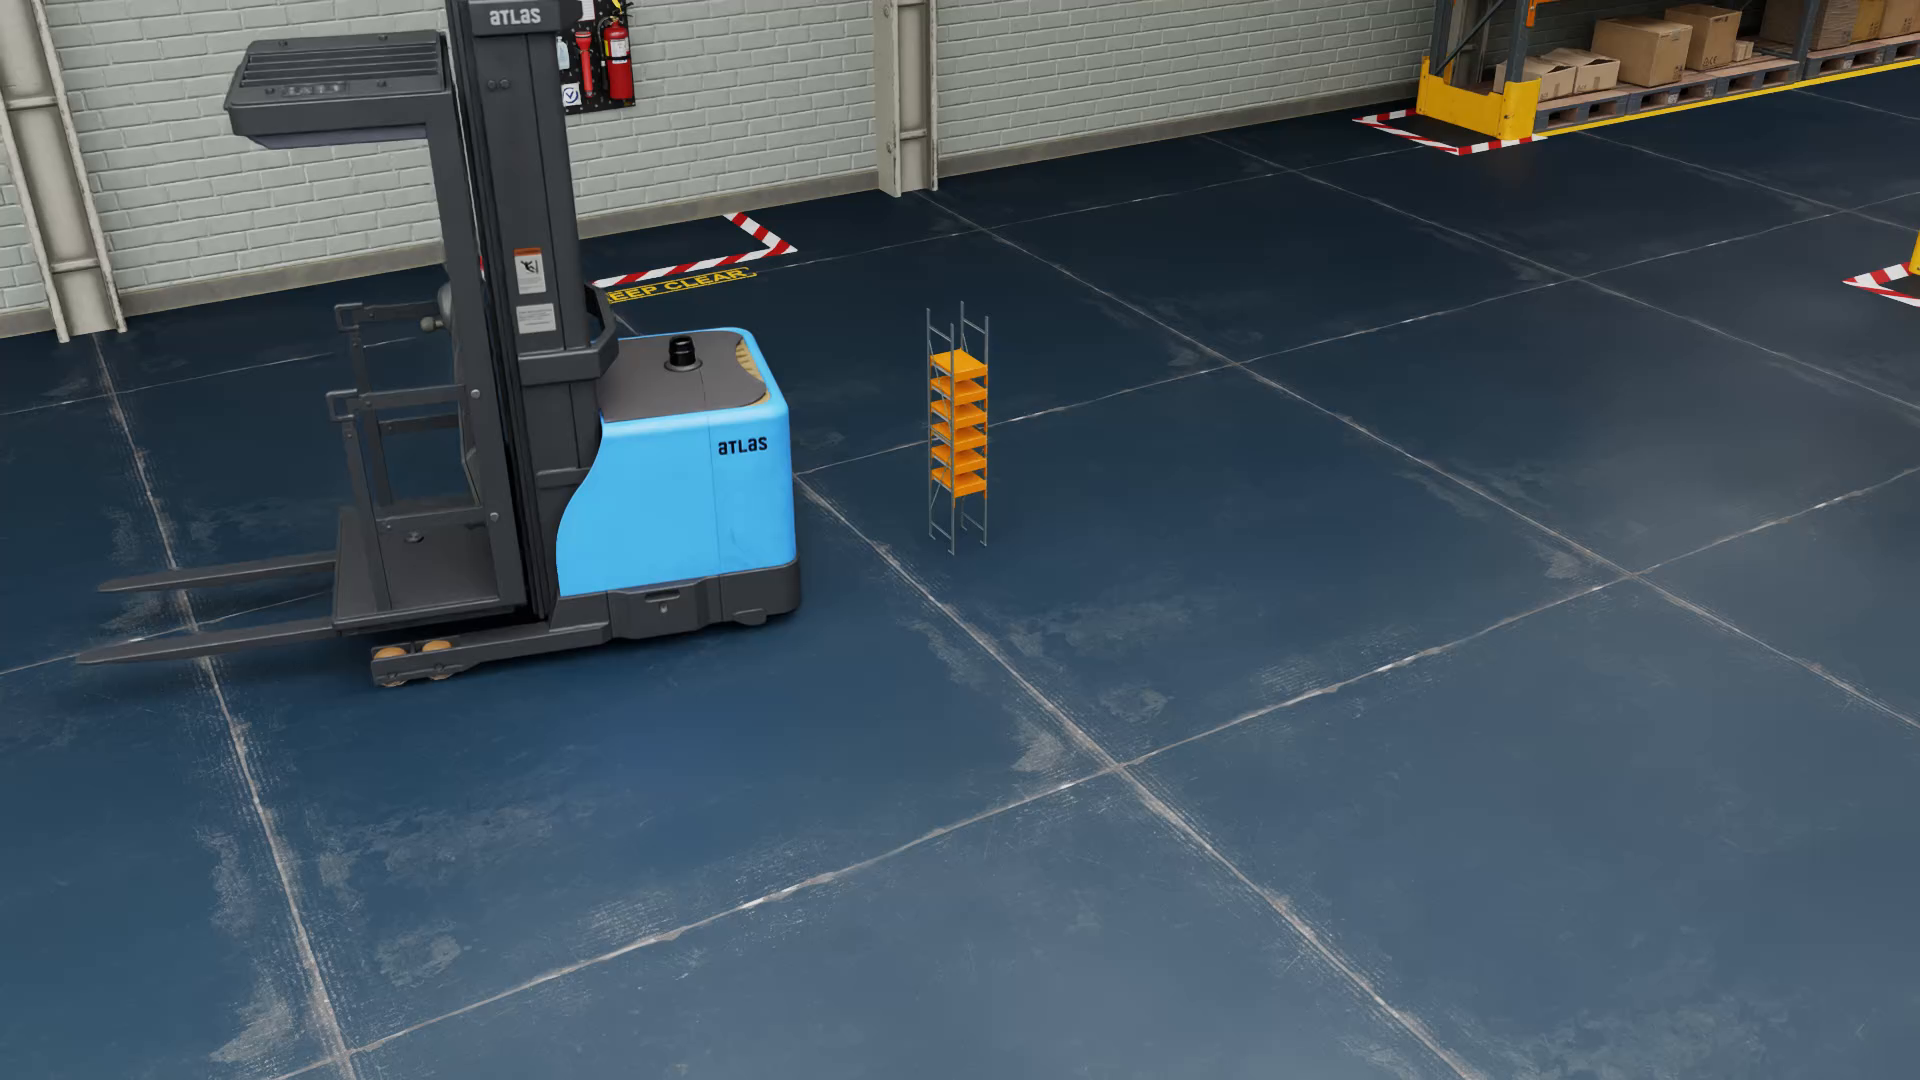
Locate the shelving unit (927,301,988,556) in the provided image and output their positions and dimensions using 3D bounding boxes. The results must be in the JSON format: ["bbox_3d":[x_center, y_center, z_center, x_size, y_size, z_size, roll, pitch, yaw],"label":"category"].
[{"bbox_3d":[-0.012,-0.522,7.954,0.189,1.200,0.258,-16,33,-26],"label":"shelving unit"}]

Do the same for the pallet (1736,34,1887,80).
[{"bbox_3d":[8.706,-5.026,17.139,1.213,0.211,1.003,-16,33,-26],"label":"pallet"}]

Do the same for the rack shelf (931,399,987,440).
[{"bbox_3d":[-0.012,-0.588,7.917,0.180,0.103,0.258,-16,33,-26],"label":"rack shelf"}]

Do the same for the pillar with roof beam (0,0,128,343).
[{"bbox_3d":[-3.413,-3.504,5.286,0.400,9.000,9.100,-16,33,-26],"label":"pillar with roof beam"}]

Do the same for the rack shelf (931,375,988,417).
[{"bbox_3d":[-0.012,-0.693,7.859,0.180,0.103,0.258,-16,33,-26],"label":"rack shelf"}]

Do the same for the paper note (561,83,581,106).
[{"bbox_3d":[-2.758,-3.150,11.766,0.142,0.148,0.016,-16,33,-26],"label":"paper note"}]

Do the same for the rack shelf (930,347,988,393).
[{"bbox_3d":[-0.012,-0.798,7.801,0.180,0.103,0.258,-16,33,-26],"label":"rack shelf"}]

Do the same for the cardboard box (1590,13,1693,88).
[{"bbox_3d":[6.378,-4.605,15.621,0.500,0.500,0.700,-18,34,-29],"label":"cardboard box"}]

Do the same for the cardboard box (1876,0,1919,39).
[{"bbox_3d":[9.542,-5.596,17.418,0.500,0.500,0.700,-15,32,-26],"label":"cardboard box"}]

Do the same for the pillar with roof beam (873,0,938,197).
[{"bbox_3d":[1.760,-4.973,7.947,0.400,9.000,9.100,-16,33,-26],"label":"pillar with roof beam"}]

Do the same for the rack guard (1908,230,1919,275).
[{"bbox_3d":[7.079,-1.914,11.200,0.348,0.500,1.175,-16,33,-26],"label":"rack guard"}]

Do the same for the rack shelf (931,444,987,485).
[{"bbox_3d":[-0.012,-0.378,8.033,0.180,0.103,0.258,-16,33,-26],"label":"rack shelf"}]

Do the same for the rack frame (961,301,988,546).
[{"bbox_3d":[0.066,-0.544,7.994,0.006,1.200,0.240,-16,33,-26],"label":"rack frame"}]

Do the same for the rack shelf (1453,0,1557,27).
[{"bbox_3d":[6.311,-5.251,15.405,4.000,0.370,1.077,-16,33,-26],"label":"rack shelf"}]

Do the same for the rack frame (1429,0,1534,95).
[{"bbox_3d":[4.587,-5.077,14.344,0.127,3.000,1.000,-16,33,-26],"label":"rack frame"}]

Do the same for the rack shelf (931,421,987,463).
[{"bbox_3d":[-0.012,-0.483,7.975,0.180,0.103,0.258,-16,33,-26],"label":"rack shelf"}]

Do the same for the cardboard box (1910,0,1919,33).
[{"bbox_3d":[9.973,-5.724,17.649,0.500,0.500,0.700,-16,33,-27],"label":"cardboard box"}]

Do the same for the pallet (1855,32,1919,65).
[{"bbox_3d":[9.759,-5.327,17.683,1.213,0.211,1.003,-16,33,-26],"label":"pallet"}]

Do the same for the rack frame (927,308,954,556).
[{"bbox_3d":[-0.091,-0.499,7.913,0.006,1.200,0.240,-16,33,-26],"label":"rack frame"}]

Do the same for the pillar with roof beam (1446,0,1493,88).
[{"bbox_3d":[6.933,-6.441,10.609,0.400,9.000,9.100,-16,33,-26],"label":"pillar with roof beam"}]

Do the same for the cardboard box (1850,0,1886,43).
[{"bbox_3d":[9.082,-5.488,17.222,0.500,0.500,0.700,-17,33,-27],"label":"cardboard box"}]

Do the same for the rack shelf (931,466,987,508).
[{"bbox_3d":[-0.012,-0.273,8.091,0.180,0.103,0.258,-16,33,-26],"label":"rack shelf"}]

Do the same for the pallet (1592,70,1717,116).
[{"bbox_3d":[6.421,-4.355,15.923,1.213,0.211,1.003,-16,33,-26],"label":"pallet"}]

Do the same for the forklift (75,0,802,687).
[{"bbox_3d":[-2.299,-0.941,6.922,3.031,2.935,1.130,-8,30,-14],"label":"forklift"}]

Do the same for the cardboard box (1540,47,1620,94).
[{"bbox_3d":[5.721,-4.363,15.380,0.500,0.311,0.500,-13,31,-22],"label":"cardboard box"}]

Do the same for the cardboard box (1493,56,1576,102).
[{"bbox_3d":[5.229,-4.224,15.127,0.500,0.311,0.500,-20,35,-32],"label":"cardboard box"}]

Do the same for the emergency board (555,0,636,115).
[{"bbox_3d":[-2.571,-3.551,11.579,0.643,1.169,0.194,-16,33,-26],"label":"emergency board"}]

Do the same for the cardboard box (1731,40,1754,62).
[{"bbox_3d":[7.590,-4.864,16.437,0.250,0.166,0.380,-21,35,-33],"label":"cardboard box"}]

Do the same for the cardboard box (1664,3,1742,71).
[{"bbox_3d":[7.161,-4.883,16.126,0.500,0.500,0.500,-19,34,-30],"label":"cardboard box"}]

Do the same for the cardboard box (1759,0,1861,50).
[{"bbox_3d":[8.662,-5.341,16.955,0.500,0.500,0.700,-15,32,-25],"label":"cardboard box"}]

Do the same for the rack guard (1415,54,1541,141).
[{"bbox_3d":[4.652,-4.001,14.982,0.348,0.500,1.175,-16,33,-26],"label":"rack guard"}]

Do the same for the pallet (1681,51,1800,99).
[{"bbox_3d":[7.475,-4.656,16.468,1.213,0.211,1.003,-16,33,-26],"label":"pallet"}]

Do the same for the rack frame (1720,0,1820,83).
[{"bbox_3d":[8.036,-6.056,16.119,0.127,3.000,1.000,-16,33,-26],"label":"rack frame"}]

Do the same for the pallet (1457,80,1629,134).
[{"bbox_3d":[5.371,-4.058,15.385,1.213,0.211,1.003,-16,33,-26],"label":"pallet"}]
